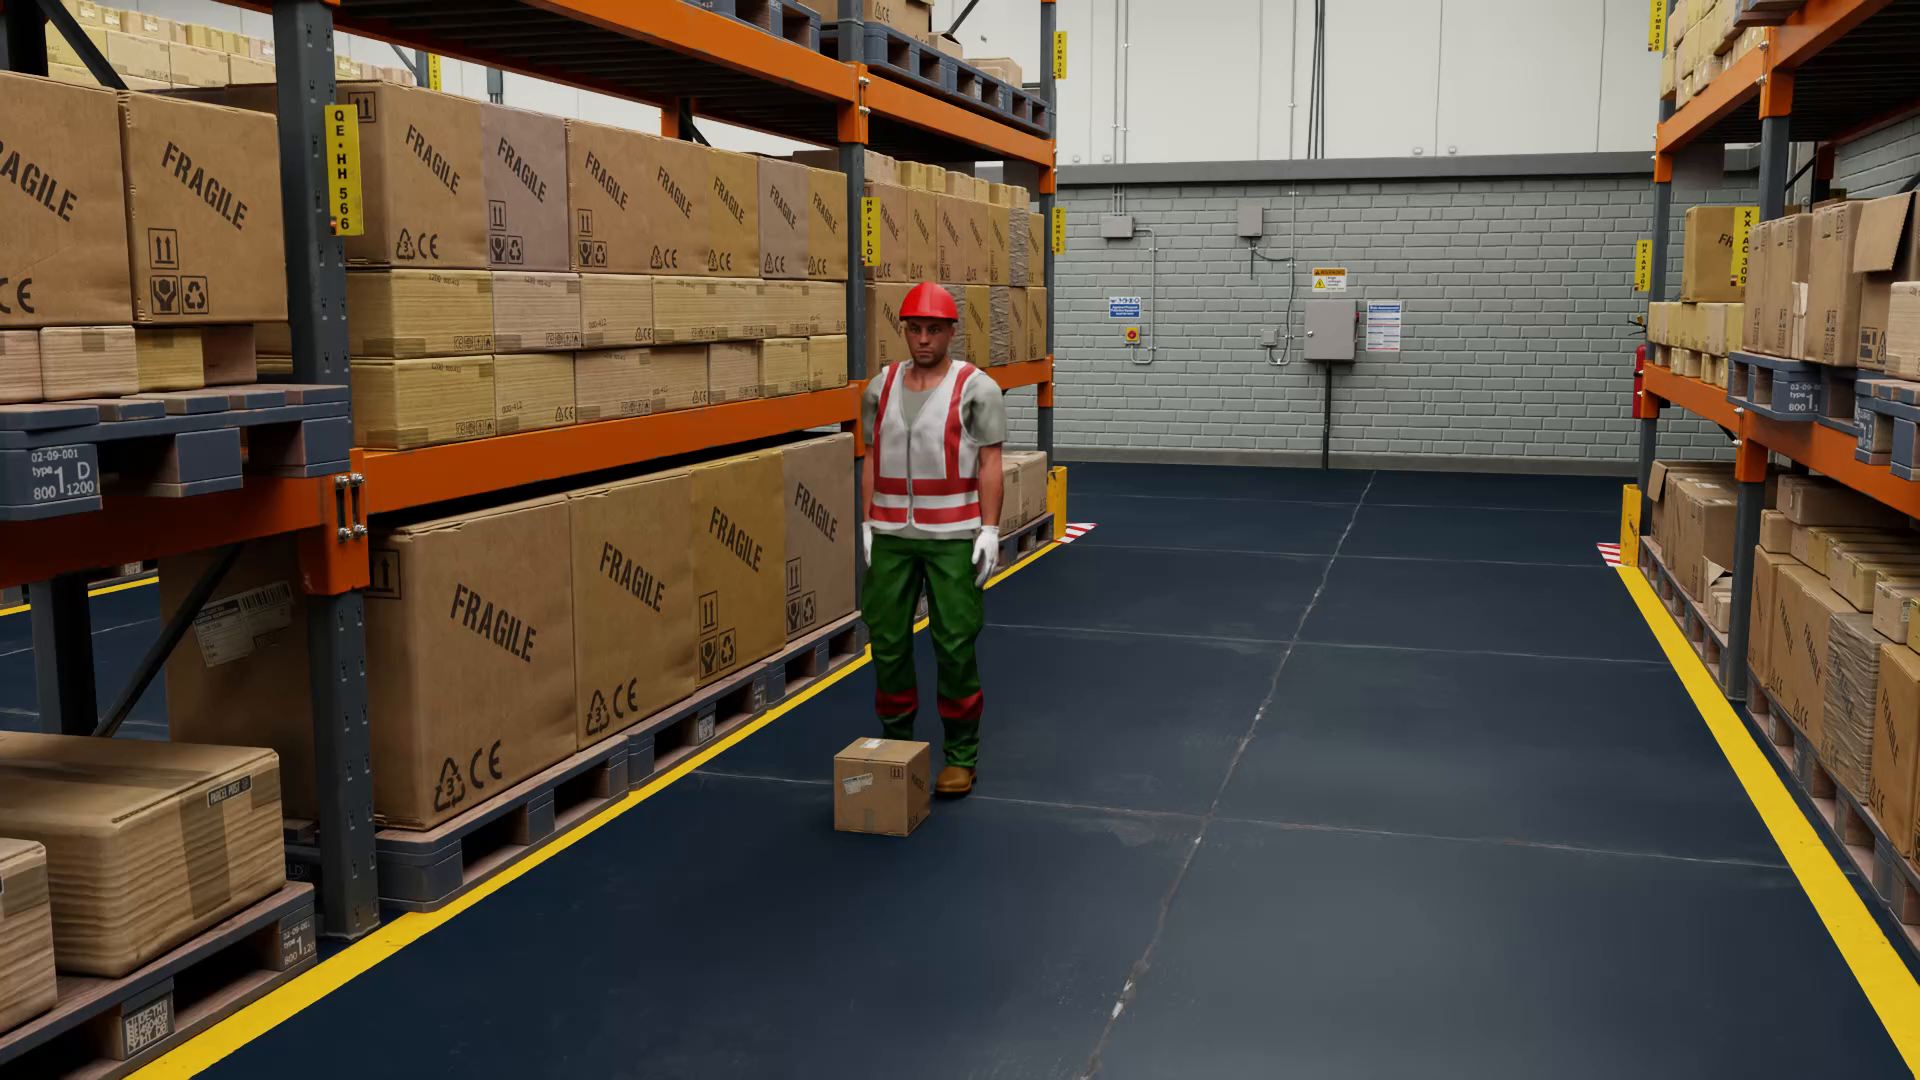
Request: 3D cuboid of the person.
[{"bbox_3d":[-0.106,0.127,5.781,0.579,1.528,0.690,3,9,17],"label":"person"}]
